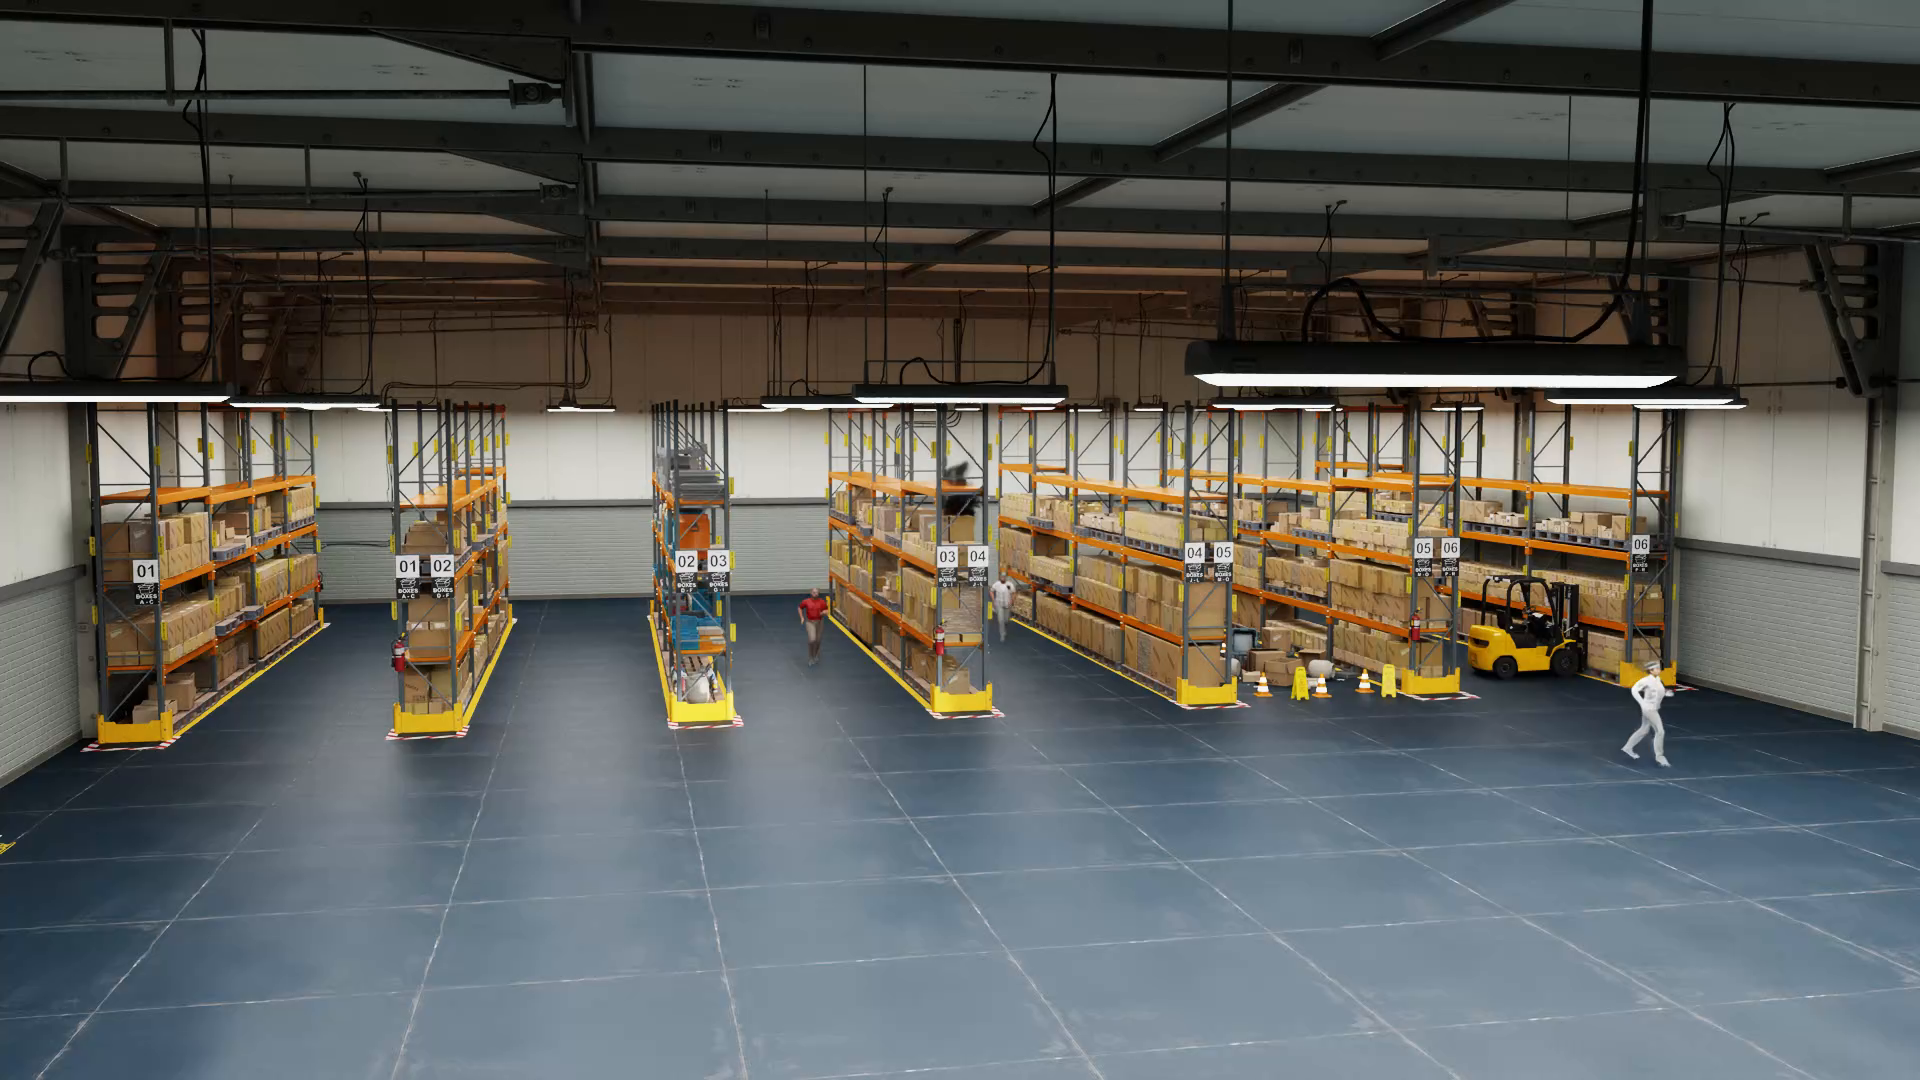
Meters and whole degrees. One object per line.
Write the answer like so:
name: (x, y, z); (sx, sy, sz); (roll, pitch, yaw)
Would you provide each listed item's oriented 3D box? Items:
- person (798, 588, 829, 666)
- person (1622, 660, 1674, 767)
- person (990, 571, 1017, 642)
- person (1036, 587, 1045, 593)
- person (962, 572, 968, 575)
person: (-3.336, 2.000, 38.183); (0.631, 1.794, 0.768); (-2, 5, -23)
person: (11.330, 2.824, 27.340); (0.805, 1.748, 0.586); (3, 5, 37)
person: (1.105, 1.664, 42.372); (0.675, 1.784, 0.844); (0, 4, -5)
person: (2.339, 1.128, 50.235); (0.499, 1.472, 0.542); (-1, 4, -11)
person: (-0.104, 1.308, 48.000); (0.643, 1.585, 0.564); (0, 4, -1)
